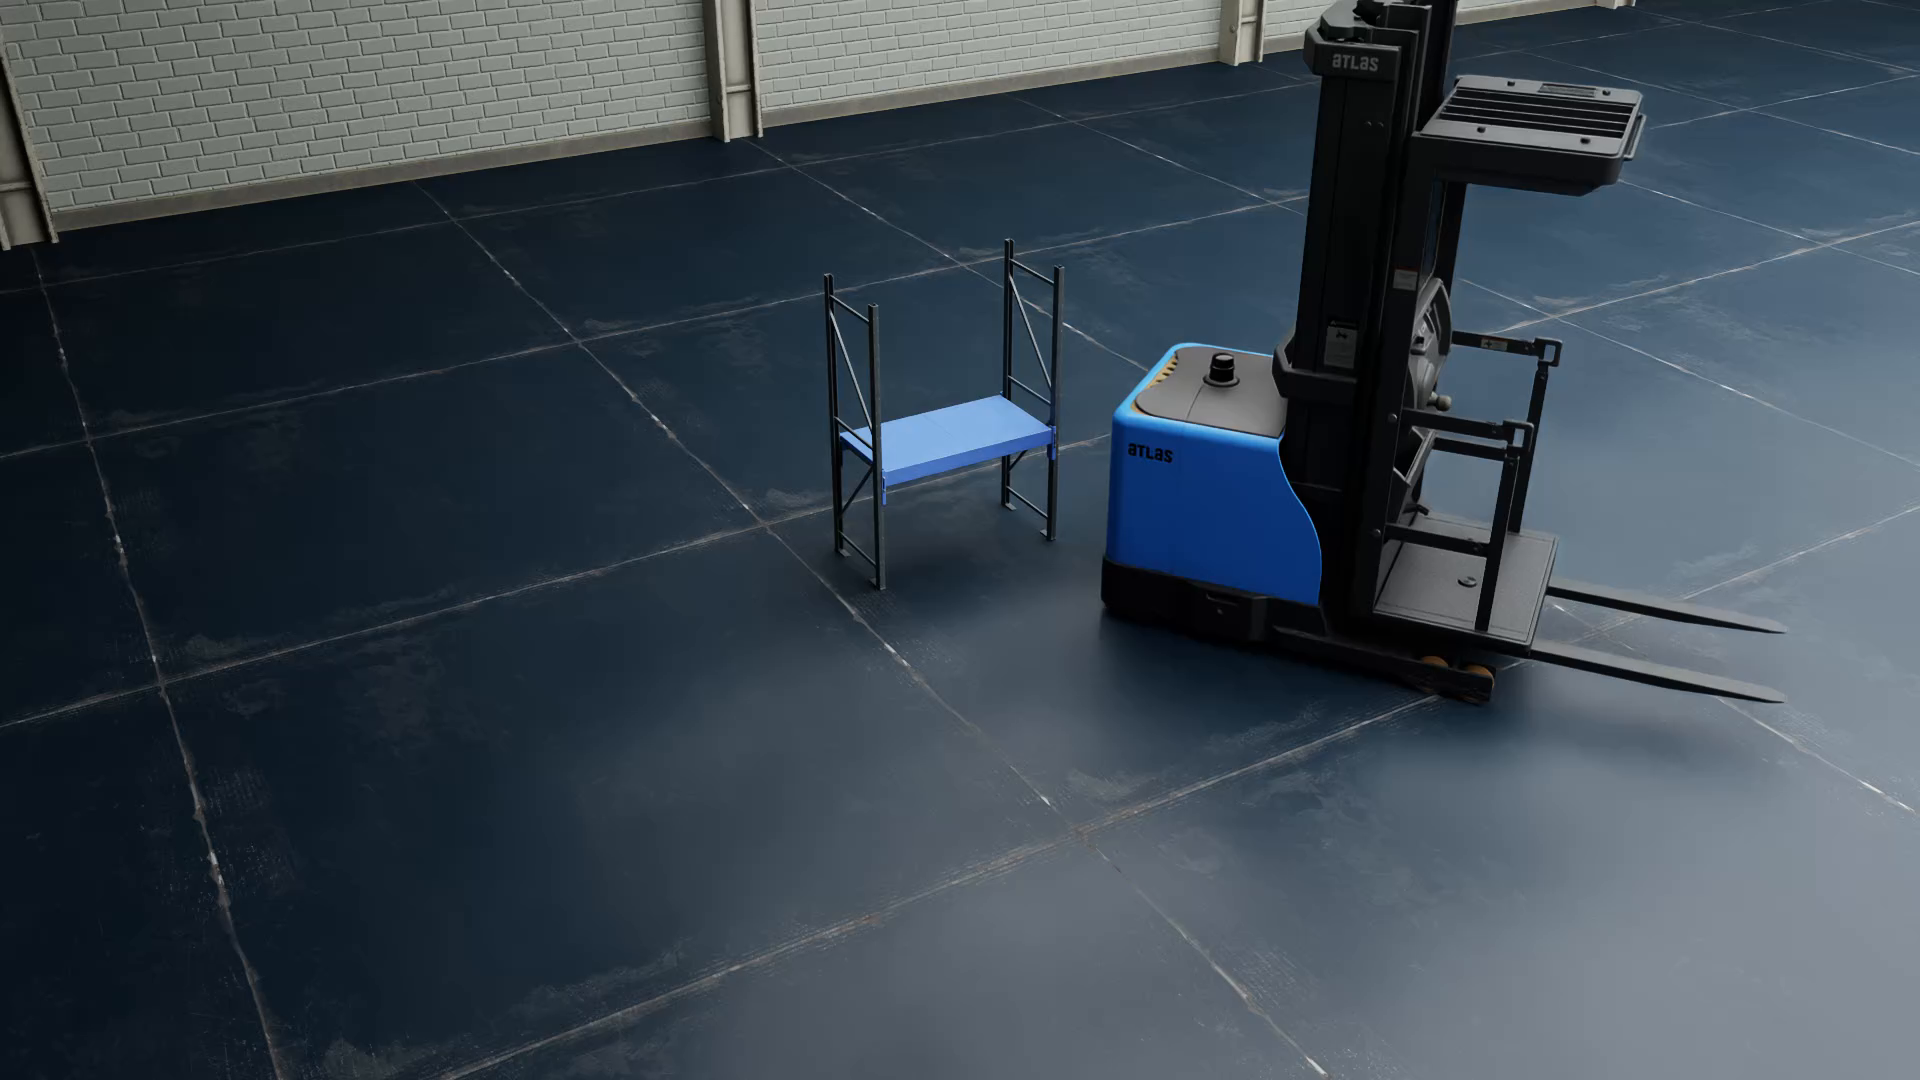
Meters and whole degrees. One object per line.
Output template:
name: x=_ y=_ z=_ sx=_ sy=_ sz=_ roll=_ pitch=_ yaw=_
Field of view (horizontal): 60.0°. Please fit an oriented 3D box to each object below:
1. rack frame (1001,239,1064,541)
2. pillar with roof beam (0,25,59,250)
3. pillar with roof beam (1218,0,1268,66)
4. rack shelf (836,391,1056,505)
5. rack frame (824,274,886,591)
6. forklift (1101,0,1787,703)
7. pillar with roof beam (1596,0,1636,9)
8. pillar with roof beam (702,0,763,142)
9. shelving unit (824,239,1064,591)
rack frame: x=0.365 y=-0.760 z=8.575 sx=0.032 sy=1.500 sz=0.500 roll=-16 pitch=33 yaw=-26
pillar with roof beam: x=-5.087 y=-4.484 z=7.561 sx=0.400 sy=9.000 sz=9.100 roll=-16 pitch=33 yaw=-26
pillar with roof beam: x=5.260 y=-7.421 z=12.883 sx=0.400 sy=9.000 sz=9.100 roll=-16 pitch=33 yaw=-26
rack shelf: x=-0.074 y=-0.478 z=8.437 sx=1.000 sy=0.185 sz=0.538 roll=-16 pitch=33 yaw=-26
rack frame: x=-0.512 y=-0.511 z=8.124 sx=0.032 sy=1.500 sz=0.500 roll=-16 pitch=33 yaw=-26
forklift: x=2.248 y=-0.847 z=7.251 sx=3.031 sy=2.935 sz=1.130 roll=12 pitch=31 yaw=21
pillar with roof beam: x=10.433 y=-8.890 z=15.545 sx=0.400 sy=9.000 sz=9.100 roll=-16 pitch=33 yaw=-26
pillar with roof beam: x=0.087 y=-5.952 z=10.222 sx=0.400 sy=9.000 sz=9.100 roll=-16 pitch=33 yaw=-26
shelving unit: x=-0.074 y=-0.636 z=8.350 sx=1.048 sy=1.500 sz=0.538 roll=-16 pitch=33 yaw=-26
